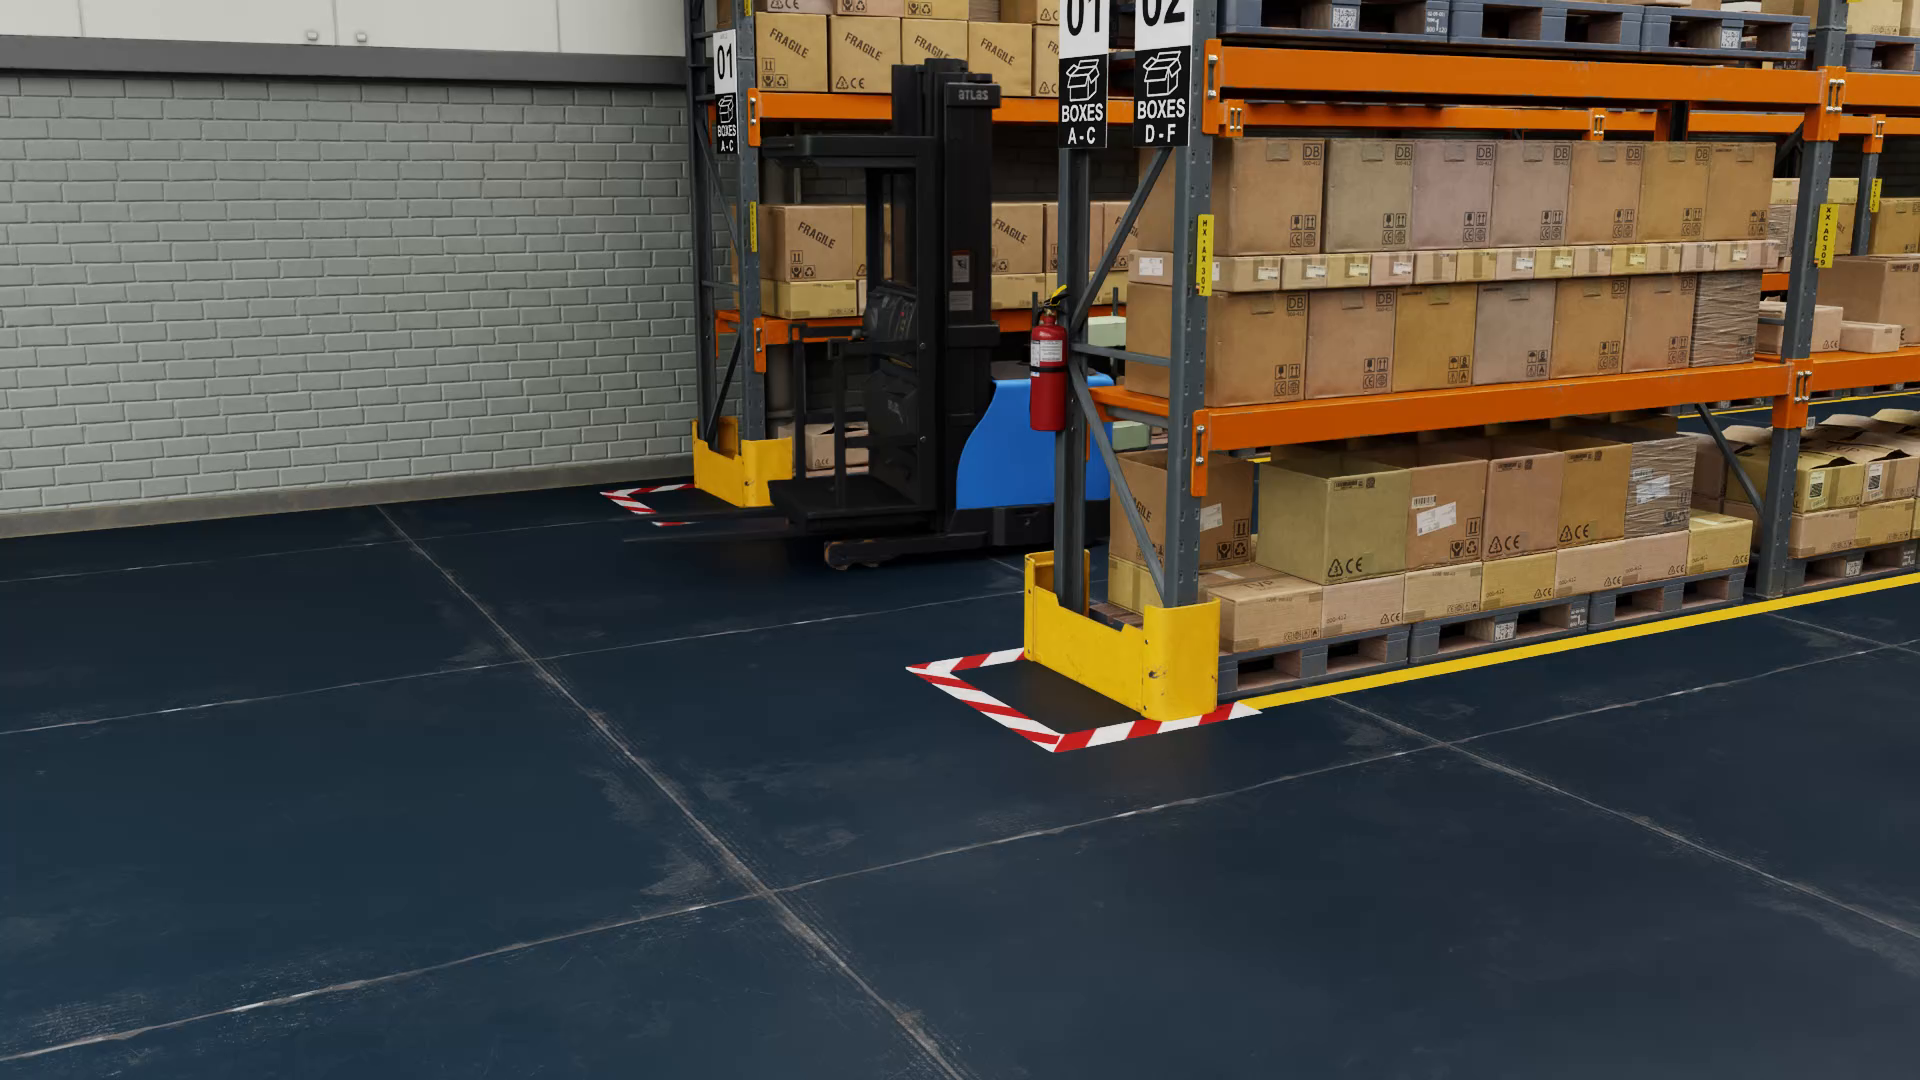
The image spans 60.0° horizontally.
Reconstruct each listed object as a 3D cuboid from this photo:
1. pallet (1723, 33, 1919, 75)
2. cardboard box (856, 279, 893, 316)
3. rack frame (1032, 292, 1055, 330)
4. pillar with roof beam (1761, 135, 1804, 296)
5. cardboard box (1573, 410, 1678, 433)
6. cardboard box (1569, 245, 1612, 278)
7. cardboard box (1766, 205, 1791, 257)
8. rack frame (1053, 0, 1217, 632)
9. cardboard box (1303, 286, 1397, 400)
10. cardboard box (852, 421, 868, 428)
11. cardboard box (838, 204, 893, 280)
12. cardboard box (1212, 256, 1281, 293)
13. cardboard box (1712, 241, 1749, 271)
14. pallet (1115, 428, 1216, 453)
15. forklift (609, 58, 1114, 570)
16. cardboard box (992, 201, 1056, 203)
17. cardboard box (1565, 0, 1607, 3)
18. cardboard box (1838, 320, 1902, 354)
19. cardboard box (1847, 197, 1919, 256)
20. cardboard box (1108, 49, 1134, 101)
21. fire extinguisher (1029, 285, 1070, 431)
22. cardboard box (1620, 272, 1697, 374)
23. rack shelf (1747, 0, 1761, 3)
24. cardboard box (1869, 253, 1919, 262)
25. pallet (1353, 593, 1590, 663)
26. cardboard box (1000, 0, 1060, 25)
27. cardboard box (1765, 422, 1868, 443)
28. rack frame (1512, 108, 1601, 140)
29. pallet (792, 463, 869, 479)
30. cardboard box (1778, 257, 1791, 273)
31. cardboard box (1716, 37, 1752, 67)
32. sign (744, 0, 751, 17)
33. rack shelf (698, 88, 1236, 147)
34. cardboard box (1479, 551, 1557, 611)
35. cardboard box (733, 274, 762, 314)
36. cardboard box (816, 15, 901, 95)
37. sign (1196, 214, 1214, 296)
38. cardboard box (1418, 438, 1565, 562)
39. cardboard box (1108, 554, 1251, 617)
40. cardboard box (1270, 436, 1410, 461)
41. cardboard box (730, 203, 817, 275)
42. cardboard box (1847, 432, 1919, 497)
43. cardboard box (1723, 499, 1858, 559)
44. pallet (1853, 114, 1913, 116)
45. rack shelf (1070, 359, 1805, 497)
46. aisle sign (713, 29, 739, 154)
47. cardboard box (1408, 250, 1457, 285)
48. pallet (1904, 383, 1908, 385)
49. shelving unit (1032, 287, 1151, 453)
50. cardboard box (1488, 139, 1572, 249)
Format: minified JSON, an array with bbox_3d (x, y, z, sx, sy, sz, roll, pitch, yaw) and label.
[{"bbox_3d":[5.019,-2.698,9.368,1.217,0.209,0.805,-8,15,-30],"label":"pallet"},{"bbox_3d":[-0.607,-1.750,11.849,0.500,0.250,0.500,-7,15,-30],"label":"cardboard box"},{"bbox_3d":[0.616,-0.911,11.239,0.023,1.500,0.400,-9,16,-36],"label":"rack frame"},{"bbox_3d":[11.159,-5.366,13.956,0.400,9.000,9.100,-7,14,-28],"label":"pillar with roof beam"},{"bbox_3d":[3.694,-0.473,9.478,0.500,0.500,0.500,-7,14,-28],"label":"cardboard box"},{"bbox_3d":[3.000,-1.394,8.268,0.250,0.149,0.380,-6,14,-26],"label":"cardboard box"},{"bbox_3d":[7.724,-3.028,16.281,0.500,0.500,0.500,-7,14,-28],"label":"cardboard box"},{"bbox_3d":[0.740,-0.812,7.383,0.127,3.000,1.000,-7,14,-28],"label":"rack frame"},{"bbox_3d":[1.615,-0.963,7.829,0.500,0.500,0.700,-6,14,-26],"label":"cardboard box"},{"bbox_3d":[-0.486,-0.784,12.383,0.500,0.311,0.500,-6,14,-23],"label":"cardboard box"},{"bbox_3d":[-0.635,-2.111,11.744,0.500,0.500,0.500,-7,14,-28],"label":"cardboard box"},{"bbox_3d":[1.188,-1.177,7.300,0.250,0.149,0.380,-7,14,-28],"label":"cardboard box"},{"bbox_3d":[3.897,-1.502,8.746,0.250,0.149,0.380,-7,15,-29],"label":"cardboard box"},{"bbox_3d":[1.302,-0.749,13.455,1.213,0.211,1.003,-7,14,-28],"label":"pallet"},{"bbox_3d":[-0.612,-1.384,10.083,3.031,2.935,1.130,-4,13,-18],"label":"forklift"},{"bbox_3d":[0.466,-2.375,12.918,0.500,0.500,0.500,-6,14,-26],"label":"cardboard box"},{"bbox_3d":[2.745,-2.870,8.189,0.637,0.503,0.797,-5,14,-22],"label":"cardboard box"},{"bbox_3d":[5.127,-1.164,9.520,0.250,0.149,0.380,-7,14,-28],"label":"cardboard box"},{"bbox_3d":[9.380,-3.228,17.440,0.700,0.700,0.980,-7,14,-27],"label":"cardboard box"},{"bbox_3d":[1.100,-3.557,12.478,0.500,0.500,0.500,-8,15,-33],"label":"cardboard box"},{"bbox_3d":[0.414,-0.851,7.734,0.183,0.674,0.296,-7,14,-28],"label":"fire extinguisher"},{"bbox_3d":[3.405,-1.176,8.777,0.500,0.500,0.700,-7,14,-28],"label":"cardboard box"},{"bbox_3d":[7.141,-5.199,15.762,4.000,0.370,1.077,-7,14,-28],"label":"rack shelf"},{"bbox_3d":[5.835,-1.467,10.068,0.500,0.500,0.500,-7,14,-28],"label":"cardboard box"},{"bbox_3d":[2.461,0.333,8.649,1.213,0.211,1.003,-7,14,-28],"label":"pallet"},{"bbox_3d":[0.635,-3.975,12.056,0.500,0.500,0.500,-7,15,-30],"label":"cardboard box"},{"bbox_3d":[5.362,-0.575,10.362,0.500,0.311,0.500,-7,14,-28],"label":"cardboard box"},{"bbox_3d":[5.386,-2.607,15.363,0.127,3.000,1.000,-7,14,-28],"label":"rack frame"},{"bbox_3d":[-0.840,-0.492,12.315,1.213,0.211,1.003,-7,14,-28],"label":"pallet"},{"bbox_3d":[8.072,-2.736,16.463,0.250,0.149,0.380,-7,14,-28],"label":"cardboard box"},{"bbox_3d":[7.143,-4.572,16.032,0.500,0.500,0.700,-7,14,-28],"label":"cardboard box"},{"bbox_3d":[-1.376,-3.551,10.734,0.005,0.325,0.100,-7,14,-28],"label":"sign"},{"bbox_3d":[0.119,-3.089,12.308,4.000,0.370,1.077,-7,14,-28],"label":"rack shelf"},{"bbox_3d":[2.635,0.154,8.399,0.500,0.250,0.500,-7,14,-28],"label":"cardboard box"},{"bbox_3d":[-1.319,-1.789,12.022,0.500,0.250,0.500,-7,14,-27],"label":"cardboard box"},{"bbox_3d":[-0.735,-3.324,11.444,0.500,0.500,0.500,-6,14,-24],"label":"cardboard box"},{"bbox_3d":[1.001,-1.165,6.801,0.005,0.325,0.100,-7,14,-28],"label":"sign"},{"bbox_3d":[2.636,-0.212,8.316,0.500,0.500,0.500,-7,14,-28],"label":"cardboard box"},{"bbox_3d":[1.070,0.212,8.143,0.500,0.250,0.500,-7,14,-28],"label":"cardboard box"},{"bbox_3d":[1.939,-0.263,8.542,0.500,0.500,0.500,-7,14,-28],"label":"cardboard box"},{"bbox_3d":[-1.324,-2.159,11.958,0.500,0.500,0.500,-7,14,-28],"label":"cardboard box"},{"bbox_3d":[5.629,-0.471,9.900,0.500,0.311,0.500,-7,15,-30],"label":"cardboard box"},{"bbox_3d":[4.724,-0.090,9.485,0.500,0.250,0.500,-7,15,-29],"label":"cardboard box"},{"bbox_3d":[9.620,-4.532,17.287,1.213,0.211,1.003,-7,14,-28],"label":"pallet"},{"bbox_3d":[2.496,-0.671,8.397,4.000,0.370,1.077,-7,14,-28],"label":"rack shelf"},{"bbox_3d":[-1.556,-2.969,11.048,0.004,0.787,0.394,-7,14,-28],"label":"aisle sign"},{"bbox_3d":[2.093,-1.285,7.784,0.250,0.149,0.380,-7,15,-30],"label":"cardboard box"},{"bbox_3d":[10.674,-1.862,18.402,1.213,0.211,1.003,-7,14,-28],"label":"pallet"},{"bbox_3d":[0.908,-0.959,11.455,0.755,1.500,0.431,-9,16,-36],"label":"shelving unit"},{"bbox_3d":[2.543,-1.708,8.183,0.500,0.500,0.700,-7,14,-28],"label":"cardboard box"}]
